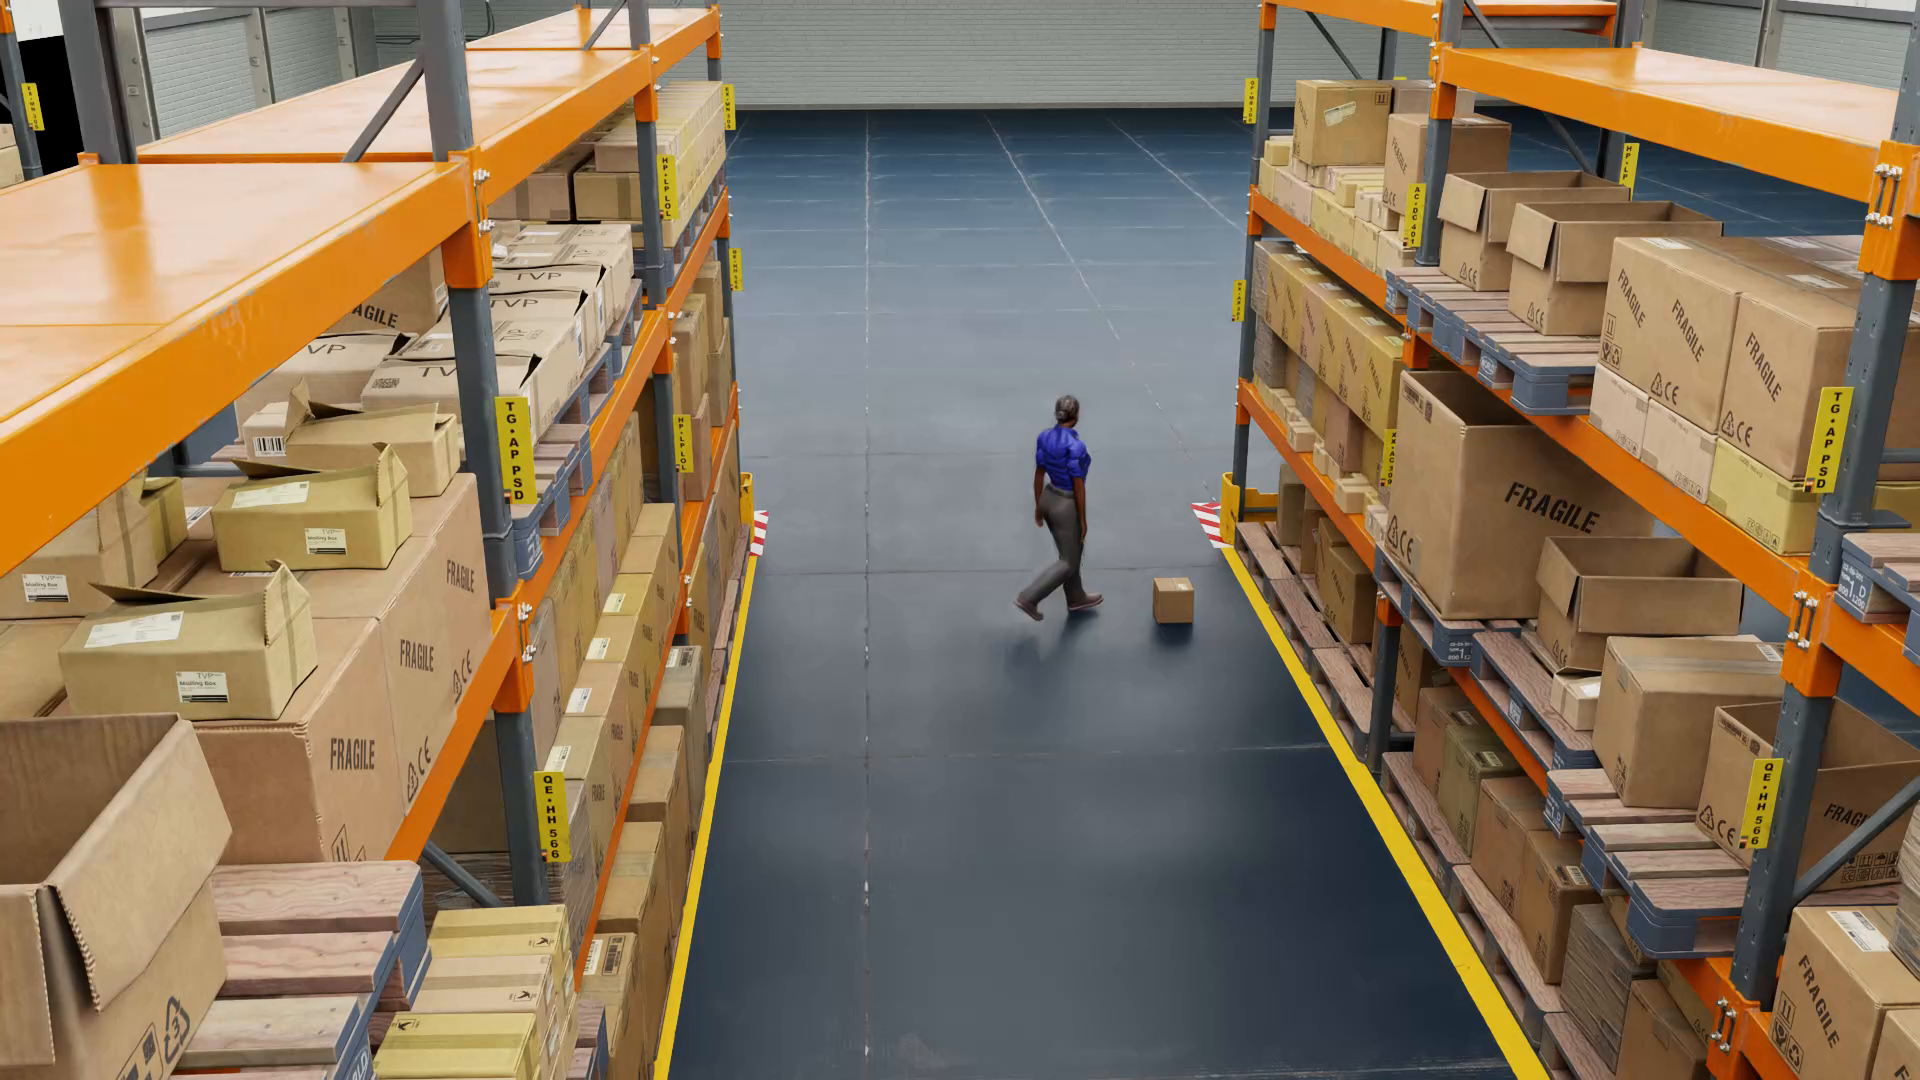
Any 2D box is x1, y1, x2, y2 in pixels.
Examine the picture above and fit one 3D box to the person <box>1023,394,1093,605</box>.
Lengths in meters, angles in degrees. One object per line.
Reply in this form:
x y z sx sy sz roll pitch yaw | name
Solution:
0.681 -0.233 11.607 0.616 1.577 0.482 -12 24 -29 | person
